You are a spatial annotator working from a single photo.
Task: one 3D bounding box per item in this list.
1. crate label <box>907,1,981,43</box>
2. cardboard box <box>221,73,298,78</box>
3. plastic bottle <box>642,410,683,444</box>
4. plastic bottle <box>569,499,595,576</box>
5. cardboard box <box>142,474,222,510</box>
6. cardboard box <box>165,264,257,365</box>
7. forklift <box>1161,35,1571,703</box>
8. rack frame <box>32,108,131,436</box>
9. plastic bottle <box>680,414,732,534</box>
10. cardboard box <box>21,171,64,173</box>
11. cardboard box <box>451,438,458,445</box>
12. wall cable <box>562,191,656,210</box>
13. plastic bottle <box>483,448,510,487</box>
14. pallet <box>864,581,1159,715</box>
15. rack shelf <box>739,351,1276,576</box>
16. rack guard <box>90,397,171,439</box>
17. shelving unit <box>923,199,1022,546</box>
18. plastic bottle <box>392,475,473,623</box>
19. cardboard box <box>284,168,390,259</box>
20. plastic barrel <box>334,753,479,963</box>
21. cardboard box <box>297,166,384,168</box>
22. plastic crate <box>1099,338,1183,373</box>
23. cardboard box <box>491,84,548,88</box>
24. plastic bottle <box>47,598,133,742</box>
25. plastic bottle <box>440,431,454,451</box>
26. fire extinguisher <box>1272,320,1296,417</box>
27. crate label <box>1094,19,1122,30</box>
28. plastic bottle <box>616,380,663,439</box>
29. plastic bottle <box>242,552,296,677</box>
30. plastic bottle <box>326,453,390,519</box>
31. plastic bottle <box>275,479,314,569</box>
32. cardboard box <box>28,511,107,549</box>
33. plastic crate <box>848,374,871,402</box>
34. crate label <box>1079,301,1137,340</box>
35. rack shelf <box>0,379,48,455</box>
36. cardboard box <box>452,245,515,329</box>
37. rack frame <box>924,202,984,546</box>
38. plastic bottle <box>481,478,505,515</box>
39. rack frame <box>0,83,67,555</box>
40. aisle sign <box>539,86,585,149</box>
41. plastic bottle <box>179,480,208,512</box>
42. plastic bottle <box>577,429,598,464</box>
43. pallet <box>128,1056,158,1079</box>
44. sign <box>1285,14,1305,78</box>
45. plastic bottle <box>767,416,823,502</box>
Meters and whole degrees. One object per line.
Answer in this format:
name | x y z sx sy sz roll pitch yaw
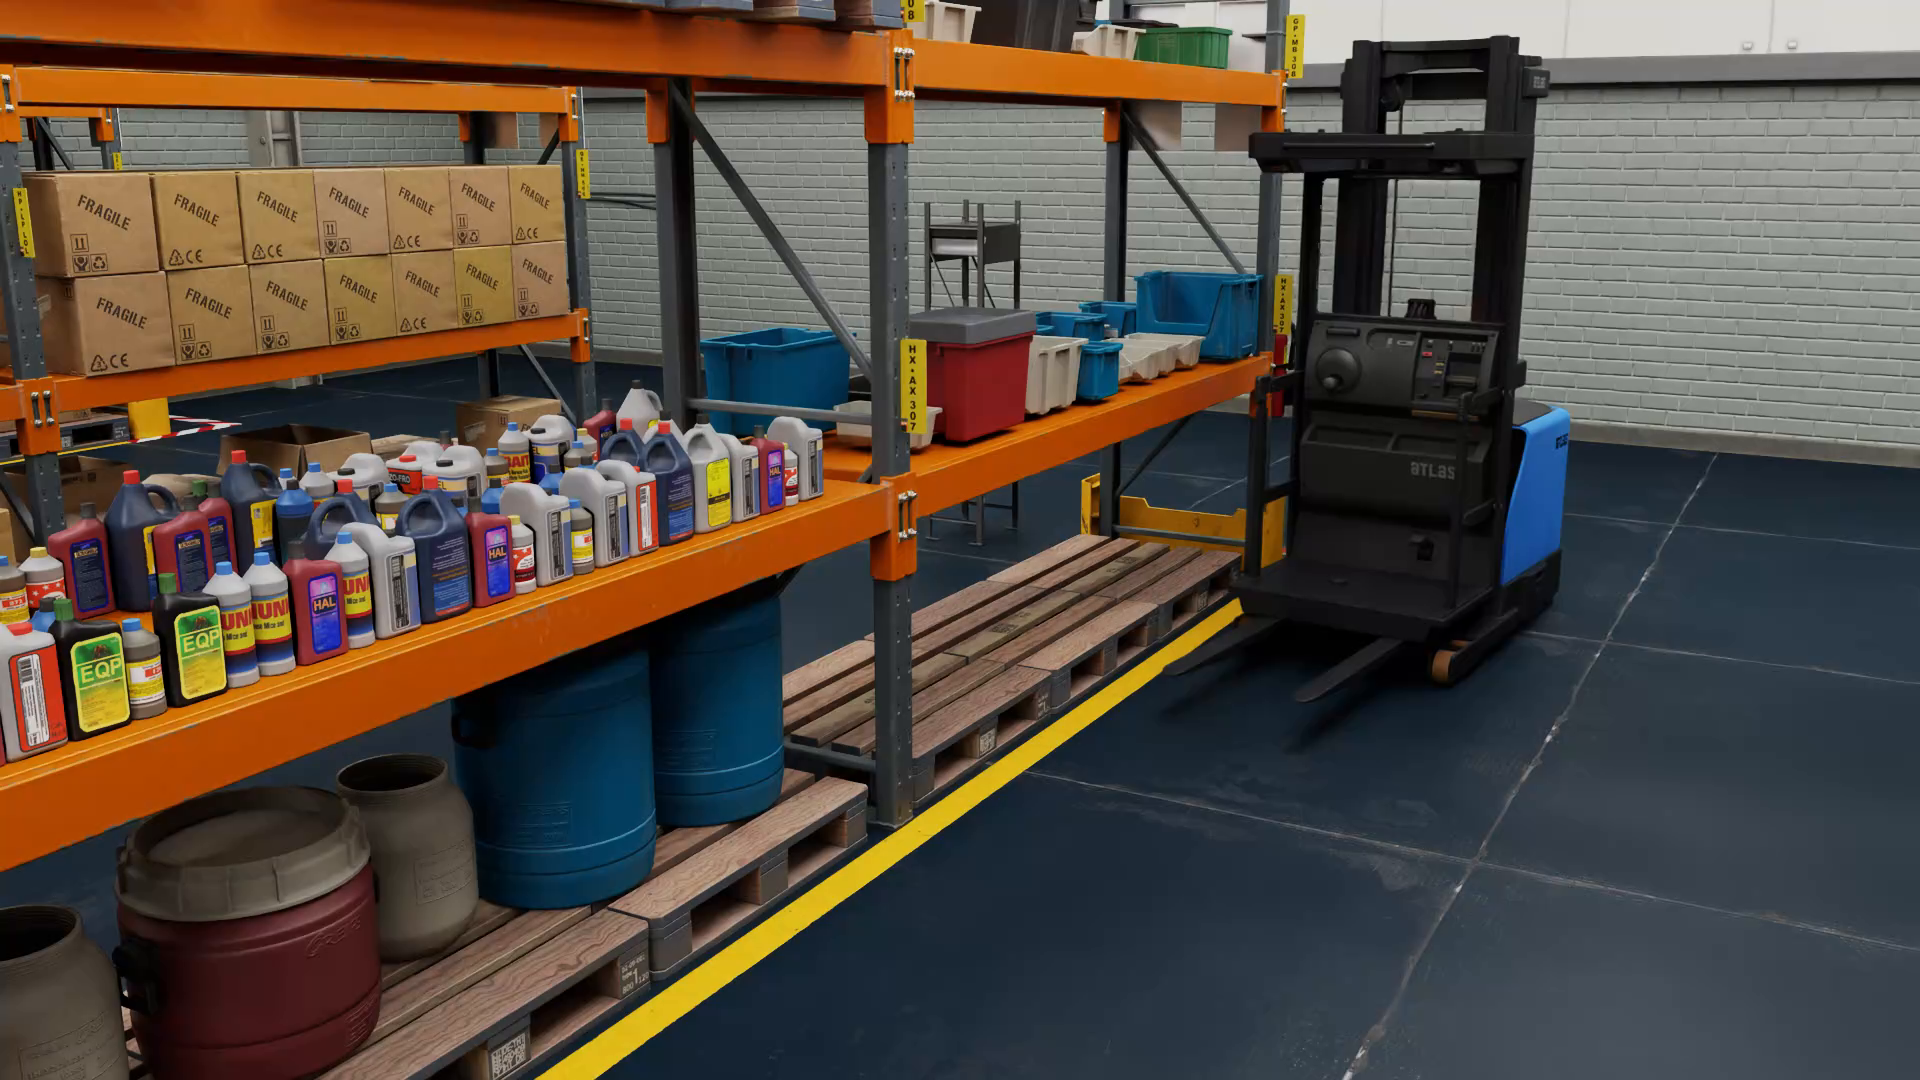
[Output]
crate label | -0.151 -1.856 5.993 0.293 0.136 0.466 7 15 28
cardboard box | -4.035 -2.682 9.176 0.500 0.250 0.500 7 15 28
plastic bottle | -0.925 -0.225 5.171 0.144 0.351 0.185 7 15 28
plastic bottle | -1.066 -0.011 4.603 0.097 0.201 0.097 0 14 0
cardboard box | -4.585 -0.230 9.884 0.500 0.311 0.500 7 15 28
cardboard box | -4.245 -1.248 9.095 0.500 0.500 0.500 8 16 29
forklift | 2.018 -0.877 7.919 1.130 2.935 3.031 9 16 34
rack frame | -7.379 -2.401 14.093 1.000 3.000 0.127 7 15 28
plastic bottle | -0.799 -0.208 5.103 0.144 0.351 0.185 7 15 28
cardboard box | -4.957 -1.688 8.787 0.500 0.500 0.500 7 15 28
cardboard box | -3.545 -0.622 11.856 0.380 0.149 0.250 7 15 28
wall cable | -4.332 -4.928 18.399 3.097 2.526 0.112 7 15 28
plastic bottle | -1.502 -0.194 5.362 0.097 0.201 0.097 0 14 0
pallet | 0.270 0.491 8.046 1.003 0.211 1.213 7 15 28
rack shelf | 0.326 -0.519 7.820 1.077 0.370 4.000 7 15 28
rack guard | -7.368 -1.191 14.407 1.175 0.500 0.348 7 15 28
shelving unit | 0.080 -1.055 10.428 0.431 2.100 0.503 7 15 28
plastic bottle | -1.331 0.018 4.166 0.144 0.351 0.185 7 15 28
cardboard box | -3.754 -1.937 9.821 0.500 0.500 0.500 8 16 30
plastic barrel | -1.612 0.908 4.780 0.421 0.512 0.421 0 14 0
cardboard box | -3.979 -2.104 10.514 0.500 0.500 0.500 8 16 29
plastic crate | 0.905 -0.934 8.442 0.396 0.136 0.243 7 15 28
cardboard box | -3.059 -3.091 10.873 0.500 0.250 0.500 7 15 28
plastic bottle | -1.754 0.250 3.346 0.061 0.283 0.133 7 15 28
plastic bottle | -1.621 -0.192 5.180 0.061 0.283 0.133 7 15 28
fire extinguisher | 1.764 -1.039 9.405 0.296 0.674 0.183 7 15 28
crate label | 0.564 -2.512 8.470 0.408 0.251 0.502 7 15 28
plastic bottle | -1.114 -0.390 5.857 0.144 0.351 0.185 7 15 28
plastic bottle | -1.555 0.163 3.733 0.097 0.271 0.097 0 14 0
plastic bottle | -1.758 -0.108 4.848 0.152 0.276 0.135 7 15 28
plastic bottle | -1.806 -0.029 4.529 0.097 0.271 0.097 0 14 0
cardboard box | -4.583 0.012 8.883 0.500 0.311 0.500 7 15 28
plastic crate | -0.335 -0.614 7.137 0.437 0.125 0.590 7 15 28
crate label | 0.885 -1.213 9.394 0.416 0.233 0.303 7 15 28
rack shelf | -5.942 -0.260 6.747 1.077 0.370 4.000 7 15 28
cardboard box | -3.267 -1.660 10.804 0.500 0.500 0.500 8 15 29
rack frame | -0.038 -1.005 10.221 0.400 2.100 0.015 7 15 28
plastic bottle | -1.264 -0.035 4.552 0.097 0.271 0.097 0 14 0
rack frame | -4.975 -1.020 8.364 1.000 3.000 0.127 7 15 28
aisle sign | -2.740 -3.084 11.378 0.394 0.787 0.004 7 15 28
plastic bottle | -2.046 -0.012 4.431 0.061 0.283 0.133 7 15 28
plastic bottle | -1.296 -0.281 5.725 0.097 0.201 0.097 0 14 0
pallet | -2.230 1.552 3.647 1.003 0.211 1.213 7 15 28
sign | 1.782 -2.627 8.853 0.100 0.325 0.005 7 15 28
plastic bottle | -0.548 -0.280 5.560 0.152 0.276 0.135 7 15 28
